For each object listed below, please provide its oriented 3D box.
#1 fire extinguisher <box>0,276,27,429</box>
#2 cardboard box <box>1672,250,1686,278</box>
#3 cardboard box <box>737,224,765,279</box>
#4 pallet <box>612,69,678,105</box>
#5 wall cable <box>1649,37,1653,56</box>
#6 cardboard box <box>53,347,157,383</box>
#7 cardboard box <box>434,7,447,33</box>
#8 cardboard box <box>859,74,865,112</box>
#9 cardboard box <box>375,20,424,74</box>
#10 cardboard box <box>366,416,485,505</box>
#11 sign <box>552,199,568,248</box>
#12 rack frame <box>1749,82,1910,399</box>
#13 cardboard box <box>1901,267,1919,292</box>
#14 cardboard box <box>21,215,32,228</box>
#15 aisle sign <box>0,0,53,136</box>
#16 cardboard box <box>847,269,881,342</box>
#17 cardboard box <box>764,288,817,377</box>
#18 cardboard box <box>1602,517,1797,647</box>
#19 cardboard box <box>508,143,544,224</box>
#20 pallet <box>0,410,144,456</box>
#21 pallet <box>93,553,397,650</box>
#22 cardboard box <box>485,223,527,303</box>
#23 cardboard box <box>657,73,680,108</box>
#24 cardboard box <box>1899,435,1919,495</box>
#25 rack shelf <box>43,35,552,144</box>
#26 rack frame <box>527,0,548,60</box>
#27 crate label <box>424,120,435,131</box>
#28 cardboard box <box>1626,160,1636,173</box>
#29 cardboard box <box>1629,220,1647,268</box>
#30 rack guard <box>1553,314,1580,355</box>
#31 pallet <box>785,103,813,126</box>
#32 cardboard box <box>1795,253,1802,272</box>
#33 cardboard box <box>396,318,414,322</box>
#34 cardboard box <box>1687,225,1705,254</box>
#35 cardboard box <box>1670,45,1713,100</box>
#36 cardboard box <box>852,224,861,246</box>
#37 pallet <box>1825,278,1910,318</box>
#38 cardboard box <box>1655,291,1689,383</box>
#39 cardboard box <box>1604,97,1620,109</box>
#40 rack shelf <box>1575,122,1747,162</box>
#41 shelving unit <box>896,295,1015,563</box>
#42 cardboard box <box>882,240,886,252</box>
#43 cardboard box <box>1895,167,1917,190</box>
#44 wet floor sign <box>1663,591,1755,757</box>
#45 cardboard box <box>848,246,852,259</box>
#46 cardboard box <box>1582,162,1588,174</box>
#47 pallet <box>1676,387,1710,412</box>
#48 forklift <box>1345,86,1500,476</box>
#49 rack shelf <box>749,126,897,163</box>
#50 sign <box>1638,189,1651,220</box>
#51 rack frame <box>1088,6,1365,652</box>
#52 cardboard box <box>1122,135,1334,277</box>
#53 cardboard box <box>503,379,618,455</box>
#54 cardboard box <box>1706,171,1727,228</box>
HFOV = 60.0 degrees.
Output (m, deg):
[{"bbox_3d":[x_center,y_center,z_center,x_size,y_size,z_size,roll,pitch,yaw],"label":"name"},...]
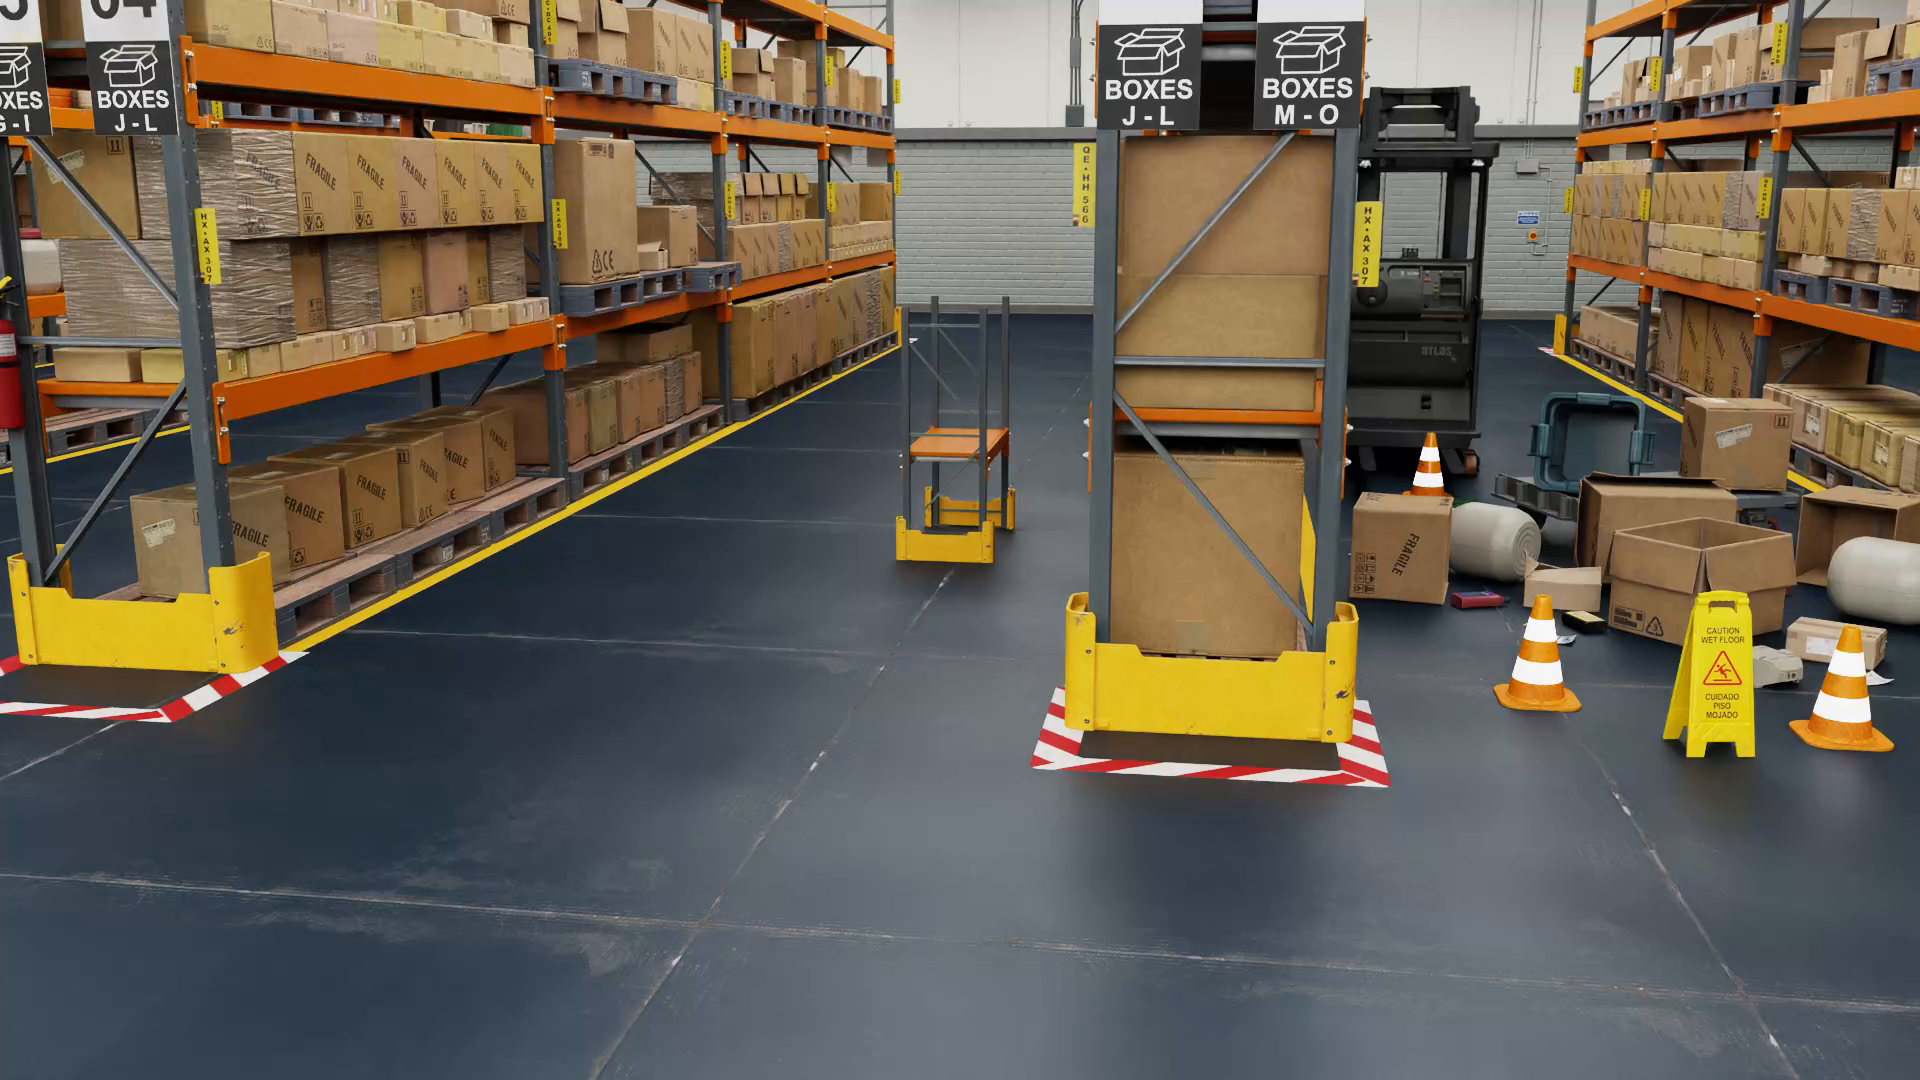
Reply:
[{"bbox_3d":[-4.324,-0.842,7.463,0.296,0.674,0.183,2,12,9],"label":"fire extinguisher"},{"bbox_3d":[7.286,-2.695,16.235,0.500,0.250,0.500,2,12,8],"label":"cardboard box"},{"bbox_3d":[-2.200,-2.802,16.140,0.500,0.500,0.500,2,12,7],"label":"cardboard box"},{"bbox_3d":[-2.879,-3.437,12.646,1.213,0.211,1.003,2,12,9],"label":"pallet"},{"bbox_3d":[9.741,-7.999,26.250,2.355,3.000,0.029,2,12,9],"label":"wall cable"},{"bbox_3d":[-4.011,-0.832,7.828,0.380,0.149,0.250,2,12,9],"label":"cardboard box"},{"bbox_3d":[-3.214,-3.015,9.651,0.380,0.149,0.250,2,12,11],"label":"cardboard box"},{"bbox_3d":[-1.623,-5.765,21.533,0.700,0.500,0.500,1,12,7],"label":"cardboard box"},{"bbox_3d":[-3.293,-2.692,9.103,0.500,0.250,0.500,2,12,10],"label":"cardboard box"},{"bbox_3d":[-3.417,-0.503,10.644,0.500,0.500,0.500,6,14,27],"label":"cardboard box"},{"bbox_3d":[-2.698,-2.128,11.194,0.100,0.325,0.005,2,12,9],"label":"sign"},{"bbox_3d":[7.172,-2.233,13.733,1.000,3.000,0.127,2,12,9],"label":"rack frame"},{"bbox_3d":[6.425,-1.708,10.897,0.380,0.149,0.250,2,12,8],"label":"cardboard box"},{"bbox_3d":[-11.446,-3.854,21.021,0.500,0.500,0.500,2,12,10],"label":"cardboard box"},{"bbox_3d":[-4.157,-2.156,7.207,0.394,0.787,0.004,2,12,9],"label":"aisle sign"},{"bbox_3d":[-1.549,-3.060,21.621,0.875,0.875,0.875,2,12,9],"label":"cardboard box"},{"bbox_3d":[-2.221,-2.233,17.782,1.225,0.875,0.875,1,12,7],"label":"cardboard box"},{"bbox_3d":[3.710,0.205,8.346,0.797,0.503,0.637,-7,14,-30],"label":"cardboard box"},{"bbox_3d":[-3.033,-2.302,10.736,0.500,0.500,0.500,2,12,9],"label":"cardboard box"},{"bbox_3d":[-7.862,-0.938,14.344,1.003,0.211,1.213,2,12,9],"label":"pallet"},{"bbox_3d":[-3.679,0.291,8.642,1.003,0.211,1.213,2,12,9],"label":"pallet"},{"bbox_3d":[-3.366,-1.824,10.892,0.875,0.500,0.500,2,12,9],"label":"cardboard box"},{"bbox_3d":[-2.594,-3.632,13.461,0.500,0.250,0.500,2,12,10],"label":"cardboard box"},{"bbox_3d":[6.635,-0.430,10.609,0.950,0.372,0.625,2,12,9],"label":"cardboard box"},{"bbox_3d":[-3.543,-2.419,9.187,1.077,0.370,4.000,2,12,9],"label":"rack shelf"},{"bbox_3d":[-3.236,-4.654,10.727,1.000,3.000,0.127,2,12,9],"label":"rack frame"},{"bbox_3d":[-6.539,-4.977,19.972,0.293,0.136,0.466,2,12,9],"label":"crate label"},{"bbox_3d":[7.740,-4.204,18.730,0.380,0.149,0.250,2,12,8],"label":"cardboard box"},{"bbox_3d":[7.606,-3.219,18.073,0.500,0.500,0.500,2,12,9],"label":"cardboard box"},{"bbox_3d":[8.406,-2.681,21.747,1.175,0.500,0.348,2,12,9],"label":"rack guard"},{"bbox_3d":[-2.098,-4.567,17.898,0.805,0.209,1.217,1,12,6],"label":"pallet"},{"bbox_3d":[6.861,-2.196,13.161,0.380,0.149,0.250,1,12,5],"label":"cardboard box"},{"bbox_3d":[-3.338,-1.183,9.457,0.380,0.149,0.250,2,12,9],"label":"cardboard box"},{"bbox_3d":[7.208,-2.835,15.697,0.500,0.250,0.500,2,12,7],"label":"cardboard box"},{"bbox_3d":[7.365,-4.612,16.418,0.500,0.500,0.500,2,12,8],"label":"cardboard box"},{"bbox_3d":[-1.519,-3.759,20.467,0.500,0.250,0.500,2,12,10],"label":"cardboard box"},{"bbox_3d":[6.908,-1.725,11.835,1.003,0.211,1.213,2,12,9],"label":"pallet"},{"bbox_3d":[7.770,-2.100,17.166,0.875,0.875,0.875,2,12,10],"label":"cardboard box"},{"bbox_3d":[8.007,-5.277,20.100,0.380,0.149,0.250,2,12,11],"label":"cardboard box"},{"bbox_3d":[8.094,-4.596,19.288,1.077,0.370,4.000,2,12,9],"label":"rack shelf"},{"bbox_3d":[-0.012,-0.717,10.262,0.587,1.500,1.083,2,12,9],"label":"shelving unit"},{"bbox_3d":[-1.198,-3.905,22.089,0.380,0.149,0.250,2,12,9],"label":"cardboard box"},{"bbox_3d":[6.516,-2.422,11.131,0.380,0.149,0.250,1,12,6],"label":"cardboard box"},{"bbox_3d":[2.987,0.514,6.575,0.267,0.644,0.232,0,12,-1],"label":"wet floor sign"},{"bbox_3d":[-1.512,-3.479,20.112,0.380,0.149,0.250,2,12,7],"label":"cardboard box"},{"bbox_3d":[8.074,-4.688,20.975,0.380,0.149,0.250,2,12,10],"label":"cardboard box"},{"bbox_3d":[7.557,-1.284,15.952,1.003,0.211,1.213,2,12,9],"label":"pallet"},{"bbox_3d":[3.494,-2.009,12.859,1.130,2.935,3.031,3,12,12],"label":"forklift"},{"bbox_3d":[-1.698,-4.917,20.778,1.077,0.370,4.000,2,12,9],"label":"rack shelf"},{"bbox_3d":[7.238,-3.545,17.579,0.100,0.325,0.005,2,12,9],"label":"sign"},{"bbox_3d":[1.035,-0.707,6.652,1.000,3.000,0.127,2,12,9],"label":"rack frame"},{"bbox_3d":[1.130,-1.384,6.875,0.875,0.550,0.550,2,12,9],"label":"cardboard box"},{"bbox_3d":[-3.028,-0.940,12.624,0.700,0.500,0.500,2,12,8],"label":"cardboard box"},{"bbox_3d":[7.146,-3.097,15.132,0.500,0.500,0.500,2,12,9],"label":"cardboard box"}]
